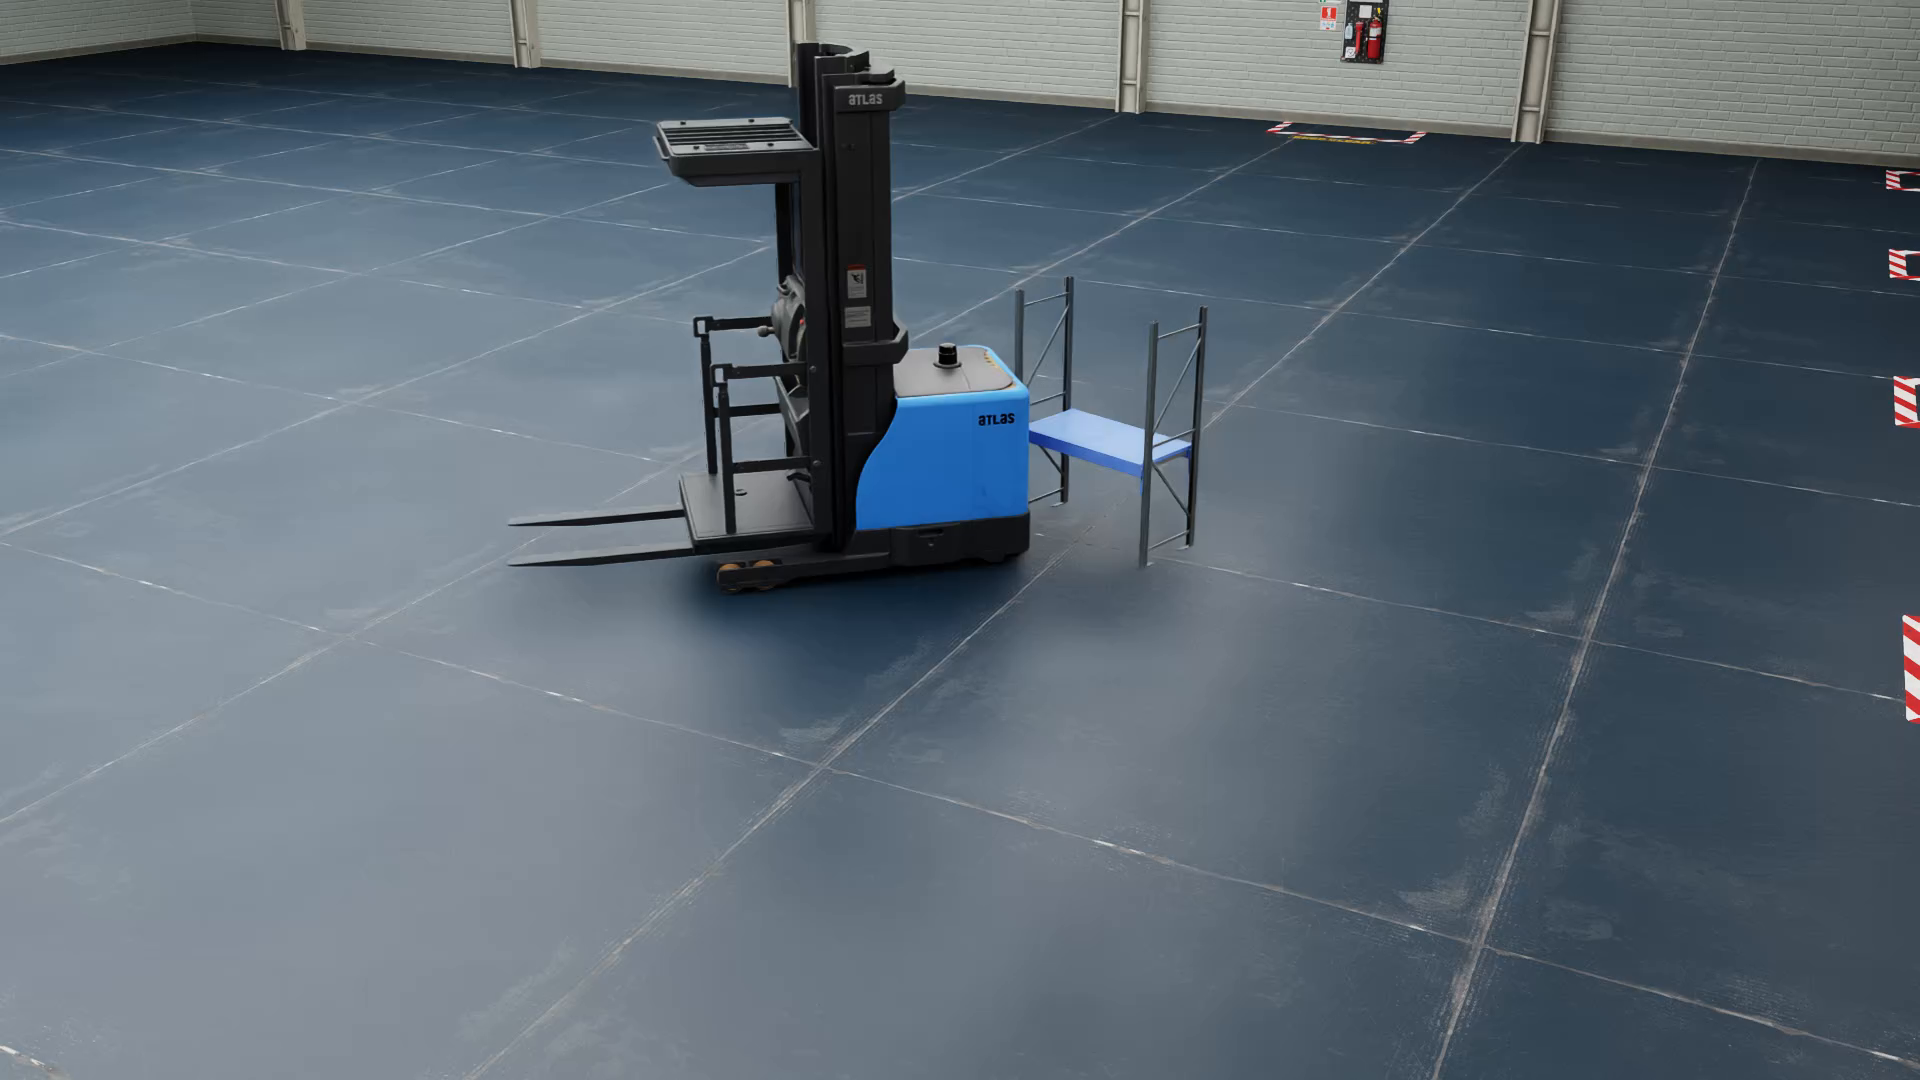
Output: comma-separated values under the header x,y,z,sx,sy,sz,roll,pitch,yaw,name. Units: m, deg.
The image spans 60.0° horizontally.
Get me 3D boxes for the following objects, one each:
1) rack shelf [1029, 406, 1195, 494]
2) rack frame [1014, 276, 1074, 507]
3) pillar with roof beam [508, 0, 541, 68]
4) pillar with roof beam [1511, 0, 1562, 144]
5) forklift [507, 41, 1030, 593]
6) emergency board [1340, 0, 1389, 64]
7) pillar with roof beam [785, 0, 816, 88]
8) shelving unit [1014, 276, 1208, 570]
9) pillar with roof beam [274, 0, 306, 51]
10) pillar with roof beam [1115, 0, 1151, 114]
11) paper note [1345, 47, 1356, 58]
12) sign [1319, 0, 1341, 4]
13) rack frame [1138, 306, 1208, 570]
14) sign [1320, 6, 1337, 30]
x,y,z,sx,sy,sz,roll,pitch,yaw,name
0.880,-0.561,10.112,1.000,0.185,0.538,21,31,40,rack shelf
0.517,-0.866,10.370,0.032,1.500,0.500,21,31,40,rack frame
-9.985,-11.458,25.694,0.400,9.000,9.100,11,25,25,pillar with roof beam
6.078,-8.280,18.220,0.400,9.000,9.100,11,25,25,pillar with roof beam
-1.157,-1.271,9.493,3.031,2.935,1.130,-5,24,-13,forklift
5.832,-7.472,23.987,0.643,1.169,0.194,11,25,25,emergency board
-4.631,-10.399,23.203,0.400,9.000,9.100,11,25,25,pillar with roof beam
0.880,-0.727,10.042,1.048,1.500,0.538,21,31,40,shelving unit
-15.340,-12.518,28.186,0.400,9.000,9.100,11,25,25,pillar with roof beam
0.724,-9.339,20.712,0.400,9.000,9.100,11,25,25,pillar with roof beam
5.706,-7.122,24.290,0.142,0.148,0.016,11,25,25,paper note
5.386,-7.862,24.182,0.331,0.109,0.001,11,25,25,sign
1.243,-0.587,9.714,0.032,1.500,0.500,21,31,40,rack frame
5.385,-7.622,24.295,0.234,0.329,0.001,11,25,25,sign
